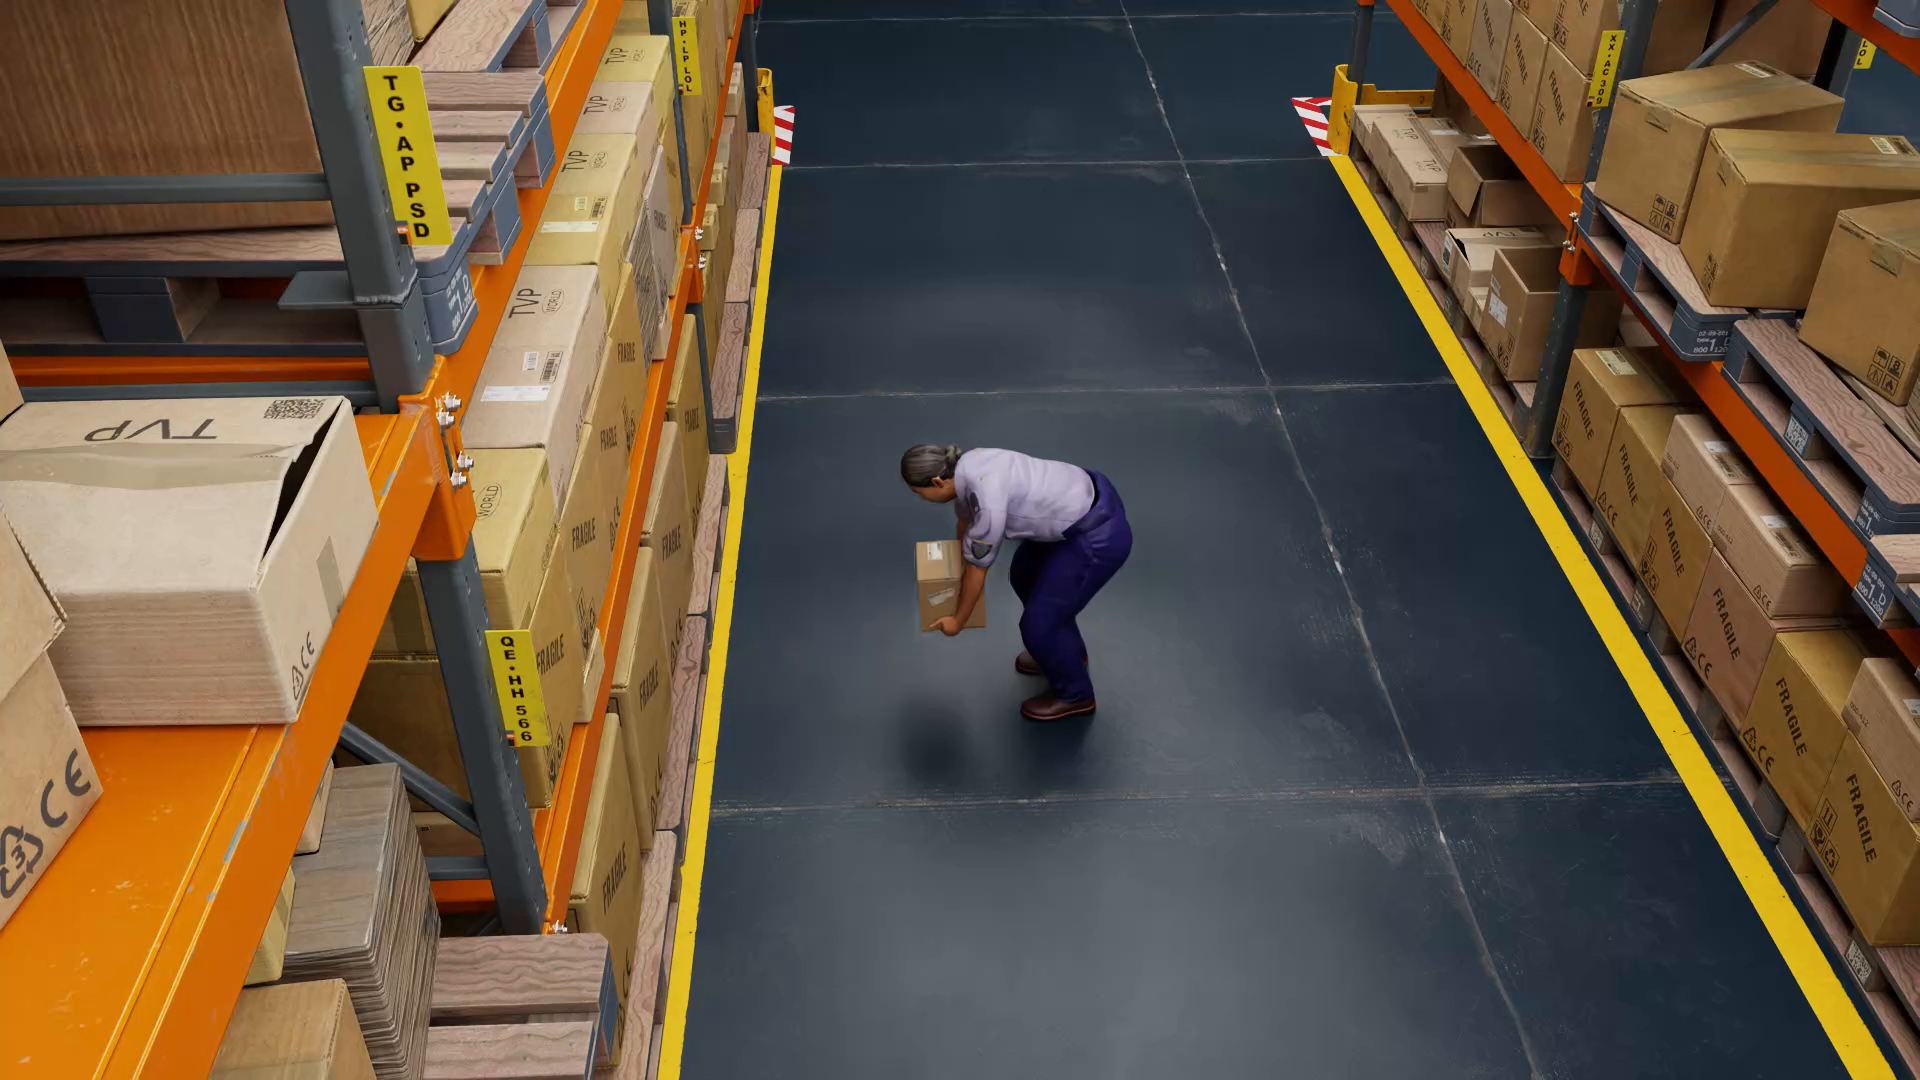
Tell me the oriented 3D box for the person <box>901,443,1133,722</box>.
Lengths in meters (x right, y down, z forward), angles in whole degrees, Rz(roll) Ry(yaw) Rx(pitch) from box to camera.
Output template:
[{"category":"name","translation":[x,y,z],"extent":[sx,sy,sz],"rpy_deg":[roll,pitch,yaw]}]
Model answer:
[{"category":"person","translation":[0.212,0.122,6.385],"extent":[0.862,1.193,0.485],"rpy_deg":[-3,36,-4]}]
